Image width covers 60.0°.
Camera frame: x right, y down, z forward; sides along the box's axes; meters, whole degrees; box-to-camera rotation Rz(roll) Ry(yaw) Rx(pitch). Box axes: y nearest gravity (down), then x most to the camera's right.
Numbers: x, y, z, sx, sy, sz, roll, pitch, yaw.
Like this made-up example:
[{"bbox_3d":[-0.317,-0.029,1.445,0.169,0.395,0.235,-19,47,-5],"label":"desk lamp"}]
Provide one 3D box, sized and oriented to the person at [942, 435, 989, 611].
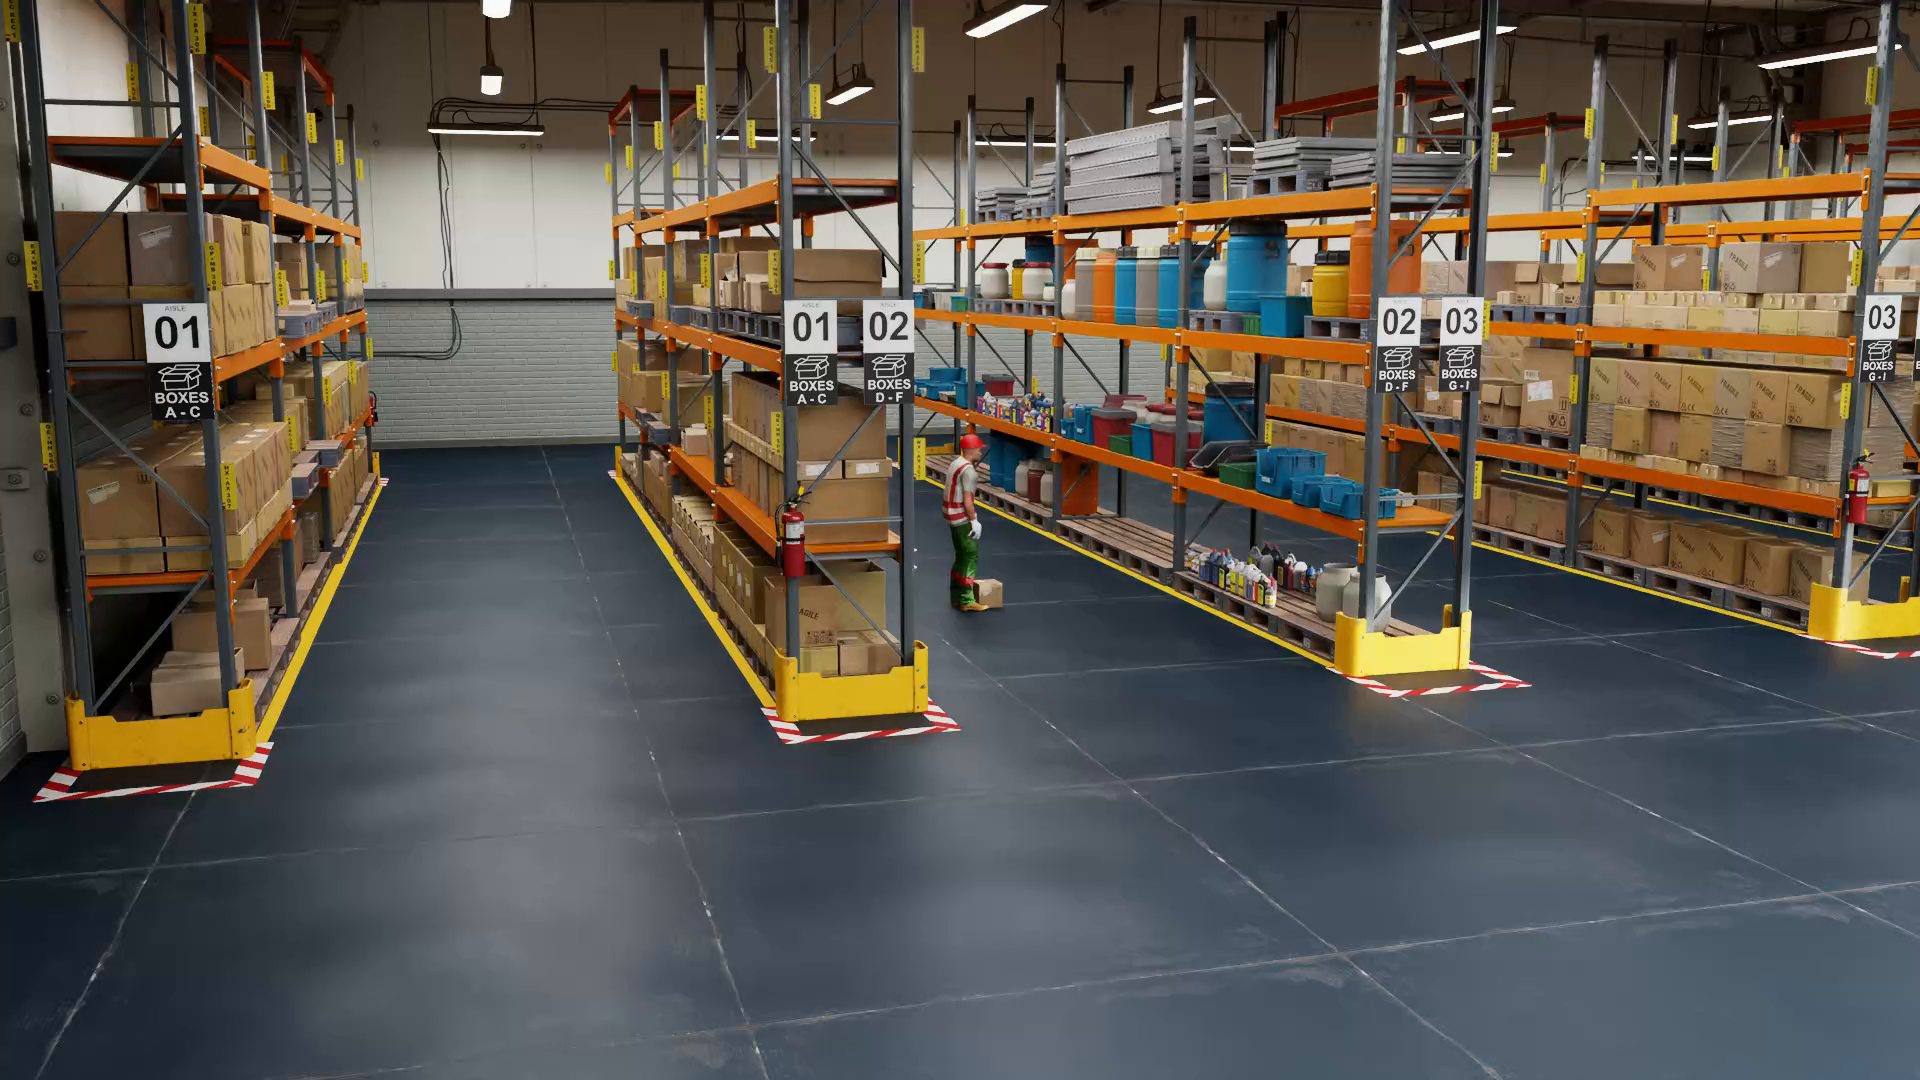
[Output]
[{"bbox_3d":[0.064,-0.187,16.982,0.448,1.780,0.610,-3,9,-16],"label":"person"}]
